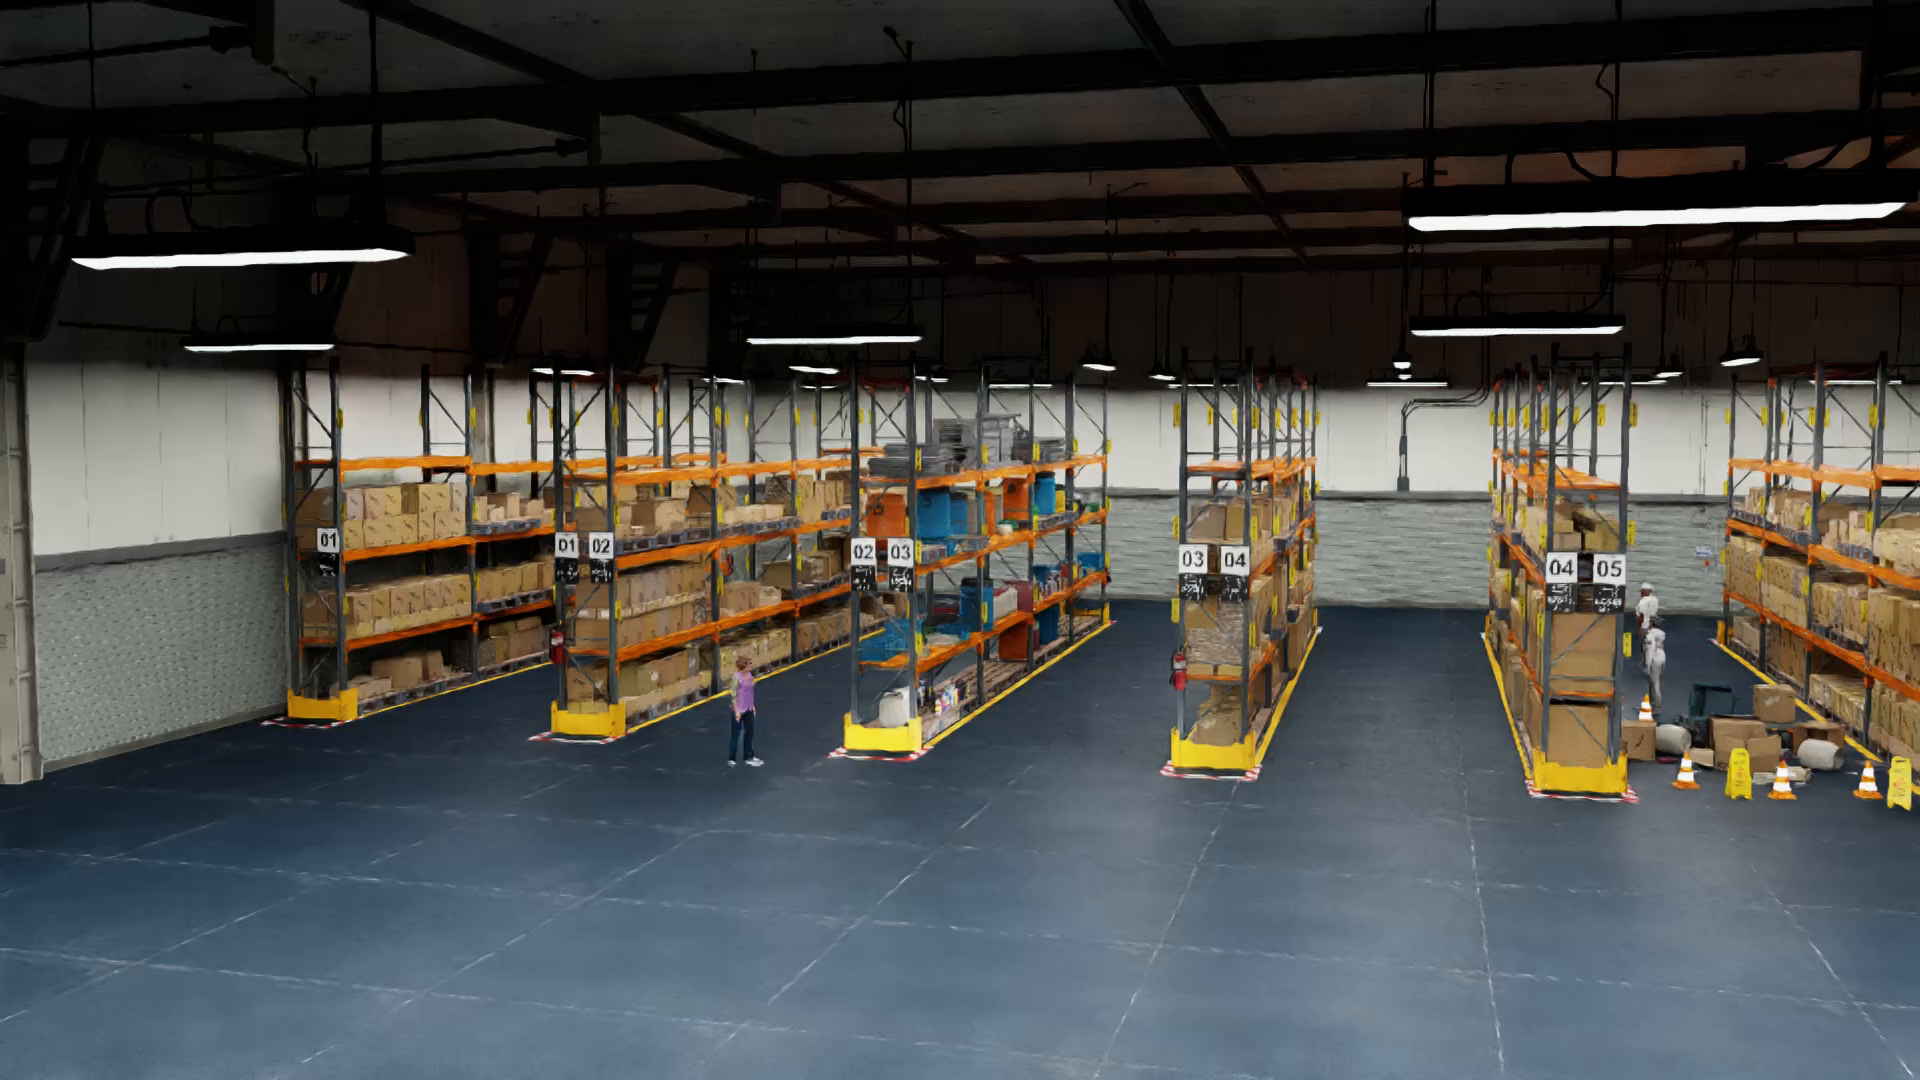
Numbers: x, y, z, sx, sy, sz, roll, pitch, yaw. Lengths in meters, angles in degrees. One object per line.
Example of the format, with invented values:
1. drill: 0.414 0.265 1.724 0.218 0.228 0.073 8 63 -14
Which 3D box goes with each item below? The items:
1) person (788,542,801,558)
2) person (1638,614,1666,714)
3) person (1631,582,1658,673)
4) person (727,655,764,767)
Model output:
1. person: -4.216 0.929 43.352 0.728 1.759 0.518 -4 6 -44
2. person: 11.703 2.091 28.147 0.525 1.675 0.455 -4 6 -44
3. person: 13.452 1.708 32.665 0.580 1.763 0.673 4 6 43
4. person: -3.121 2.446 23.817 0.392 1.600 0.510 3 5 36
